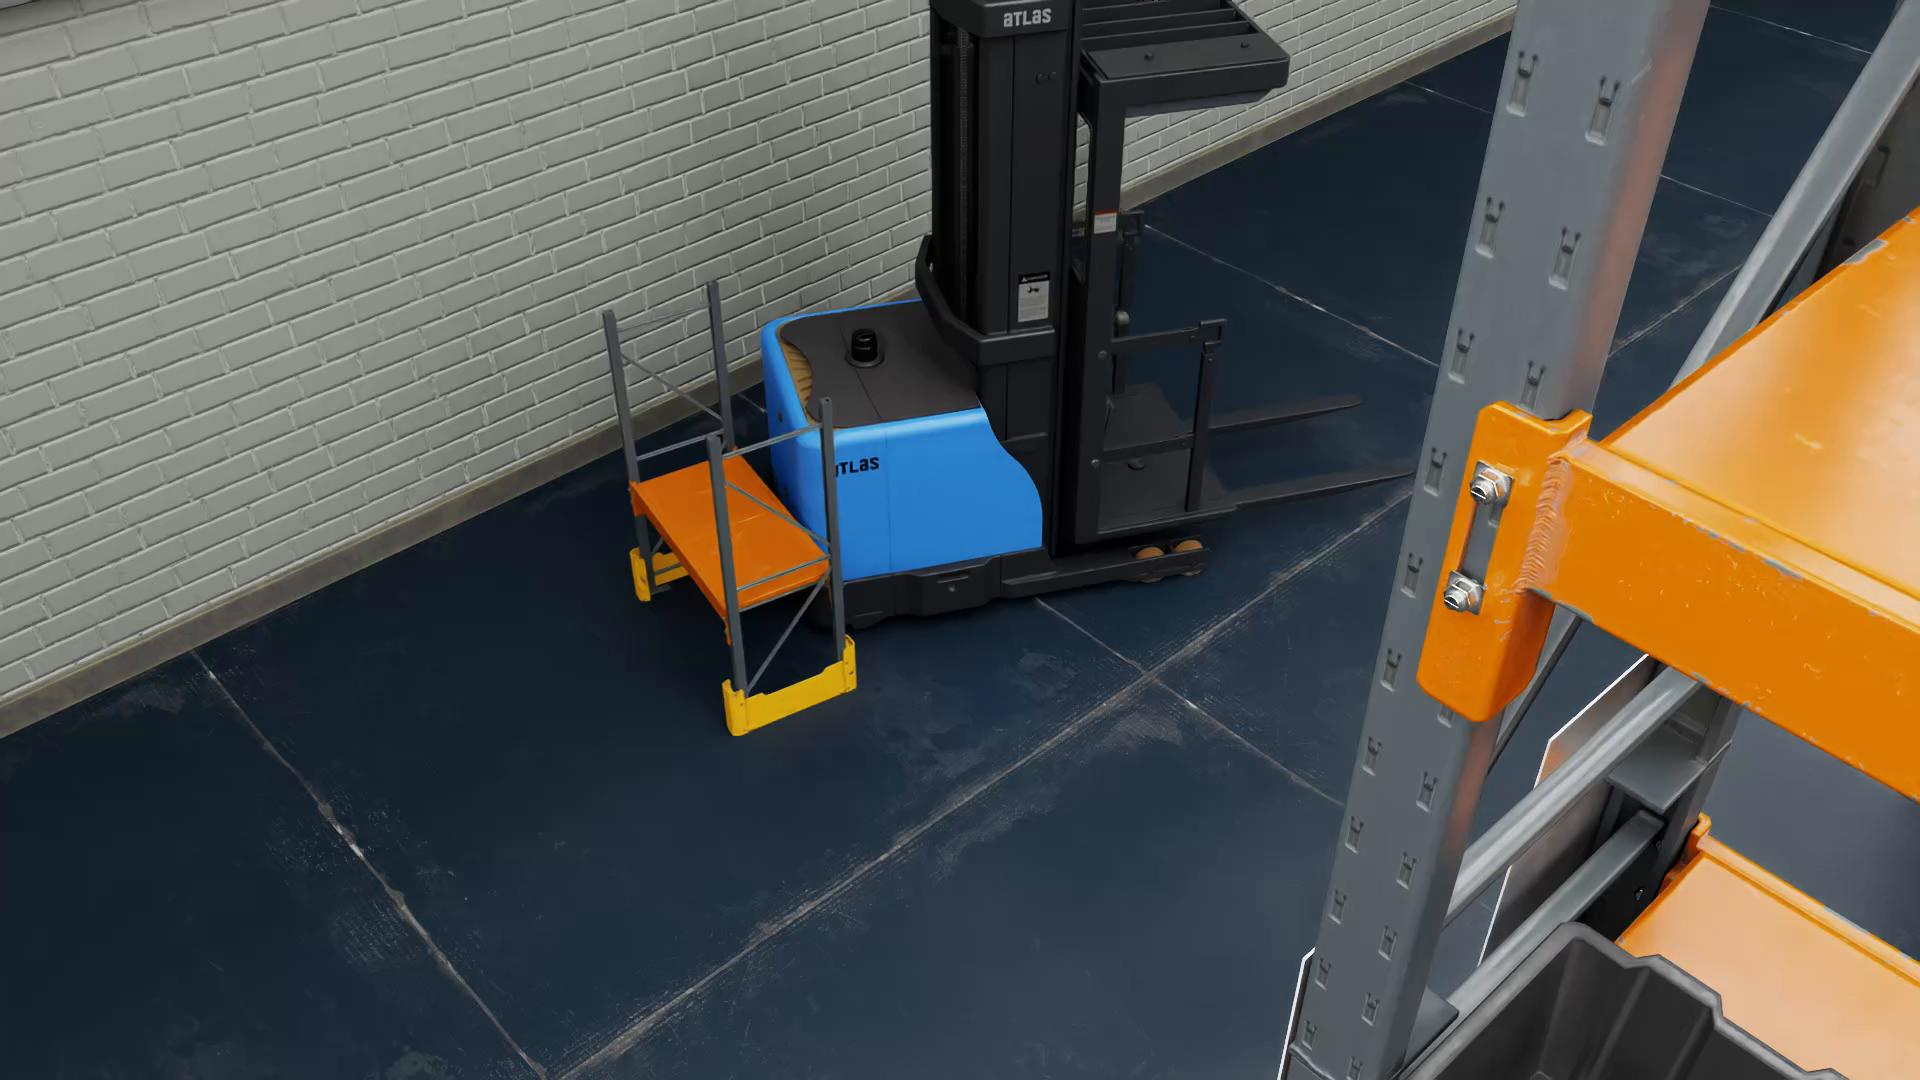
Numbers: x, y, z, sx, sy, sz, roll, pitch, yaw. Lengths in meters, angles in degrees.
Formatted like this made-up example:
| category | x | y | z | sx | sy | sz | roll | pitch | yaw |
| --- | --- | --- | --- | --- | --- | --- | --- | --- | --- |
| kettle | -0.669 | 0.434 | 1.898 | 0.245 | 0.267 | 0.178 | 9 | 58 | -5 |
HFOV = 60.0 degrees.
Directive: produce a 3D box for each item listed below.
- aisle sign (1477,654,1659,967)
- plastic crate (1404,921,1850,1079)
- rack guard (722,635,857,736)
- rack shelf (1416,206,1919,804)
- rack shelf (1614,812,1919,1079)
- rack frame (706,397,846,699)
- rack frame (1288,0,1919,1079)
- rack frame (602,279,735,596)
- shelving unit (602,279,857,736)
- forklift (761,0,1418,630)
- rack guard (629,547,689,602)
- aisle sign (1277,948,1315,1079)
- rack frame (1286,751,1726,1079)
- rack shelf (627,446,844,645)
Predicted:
| category | x | y | z | sx | sy | sz | roll | pitch | yaw |
| --- | --- | --- | --- | --- | --- | --- | --- | --- | --- |
| aisle sign | 1.033 | 0.524 | 2.852 | 0.394 | 0.787 | 0.004 | -30 | 48 | -32 |
| plastic crate | 0.921 | 0.874 | 2.205 | 0.497 | 0.269 | 0.590 | -30 | 48 | -32 |
| rack guard | -0.711 | 0.611 | 7.003 | 0.587 | 0.250 | 0.087 | -21 | 43 | -24 |
| rack shelf | 2.218 | 0.721 | 0.794 | 1.077 | 0.370 | 4.000 | -30 | 48 | -32 |
| rack shelf | 2.218 | 1.732 | 1.611 | 1.077 | 0.370 | 4.000 | -30 | 48 | -32 |
| rack frame | -0.701 | 0.135 | 6.597 | 0.500 | 1.500 | 0.032 | -21 | 43 | -24 |
| rack frame | 0.866 | -0.640 | 1.589 | 1.000 | 3.000 | 0.127 | -30 | 48 | -32 |
| rack frame | -1.225 | -0.413 | 7.275 | 0.500 | 1.500 | 0.032 | -21 | 43 | -24 |
| shelving unit | -0.968 | -0.144 | 6.942 | 0.587 | 1.500 | 1.083 | -21 | 43 | -24 |
| forklift | 0.666 | -1.252 | 7.176 | 3.031 | 2.935 | 1.130 | -10 | 40 | -12 |
| rack guard | -1.224 | 0.074 | 7.667 | 0.587 | 0.250 | 0.087 | -21 | 43 | -24 |
| aisle sign | 0.598 | 0.775 | 2.542 | 0.394 | 0.787 | 0.004 | -30 | 48 | -32 |
| rack frame | 0.866 | 1.694 | 3.474 | 1.000 | 3.000 | 0.127 | -30 | 48 | -32 |
| rack shelf | -0.963 | 0.001 | 7.049 | 0.538 | 0.185 | 1.000 | -21 | 43 | -24 |
